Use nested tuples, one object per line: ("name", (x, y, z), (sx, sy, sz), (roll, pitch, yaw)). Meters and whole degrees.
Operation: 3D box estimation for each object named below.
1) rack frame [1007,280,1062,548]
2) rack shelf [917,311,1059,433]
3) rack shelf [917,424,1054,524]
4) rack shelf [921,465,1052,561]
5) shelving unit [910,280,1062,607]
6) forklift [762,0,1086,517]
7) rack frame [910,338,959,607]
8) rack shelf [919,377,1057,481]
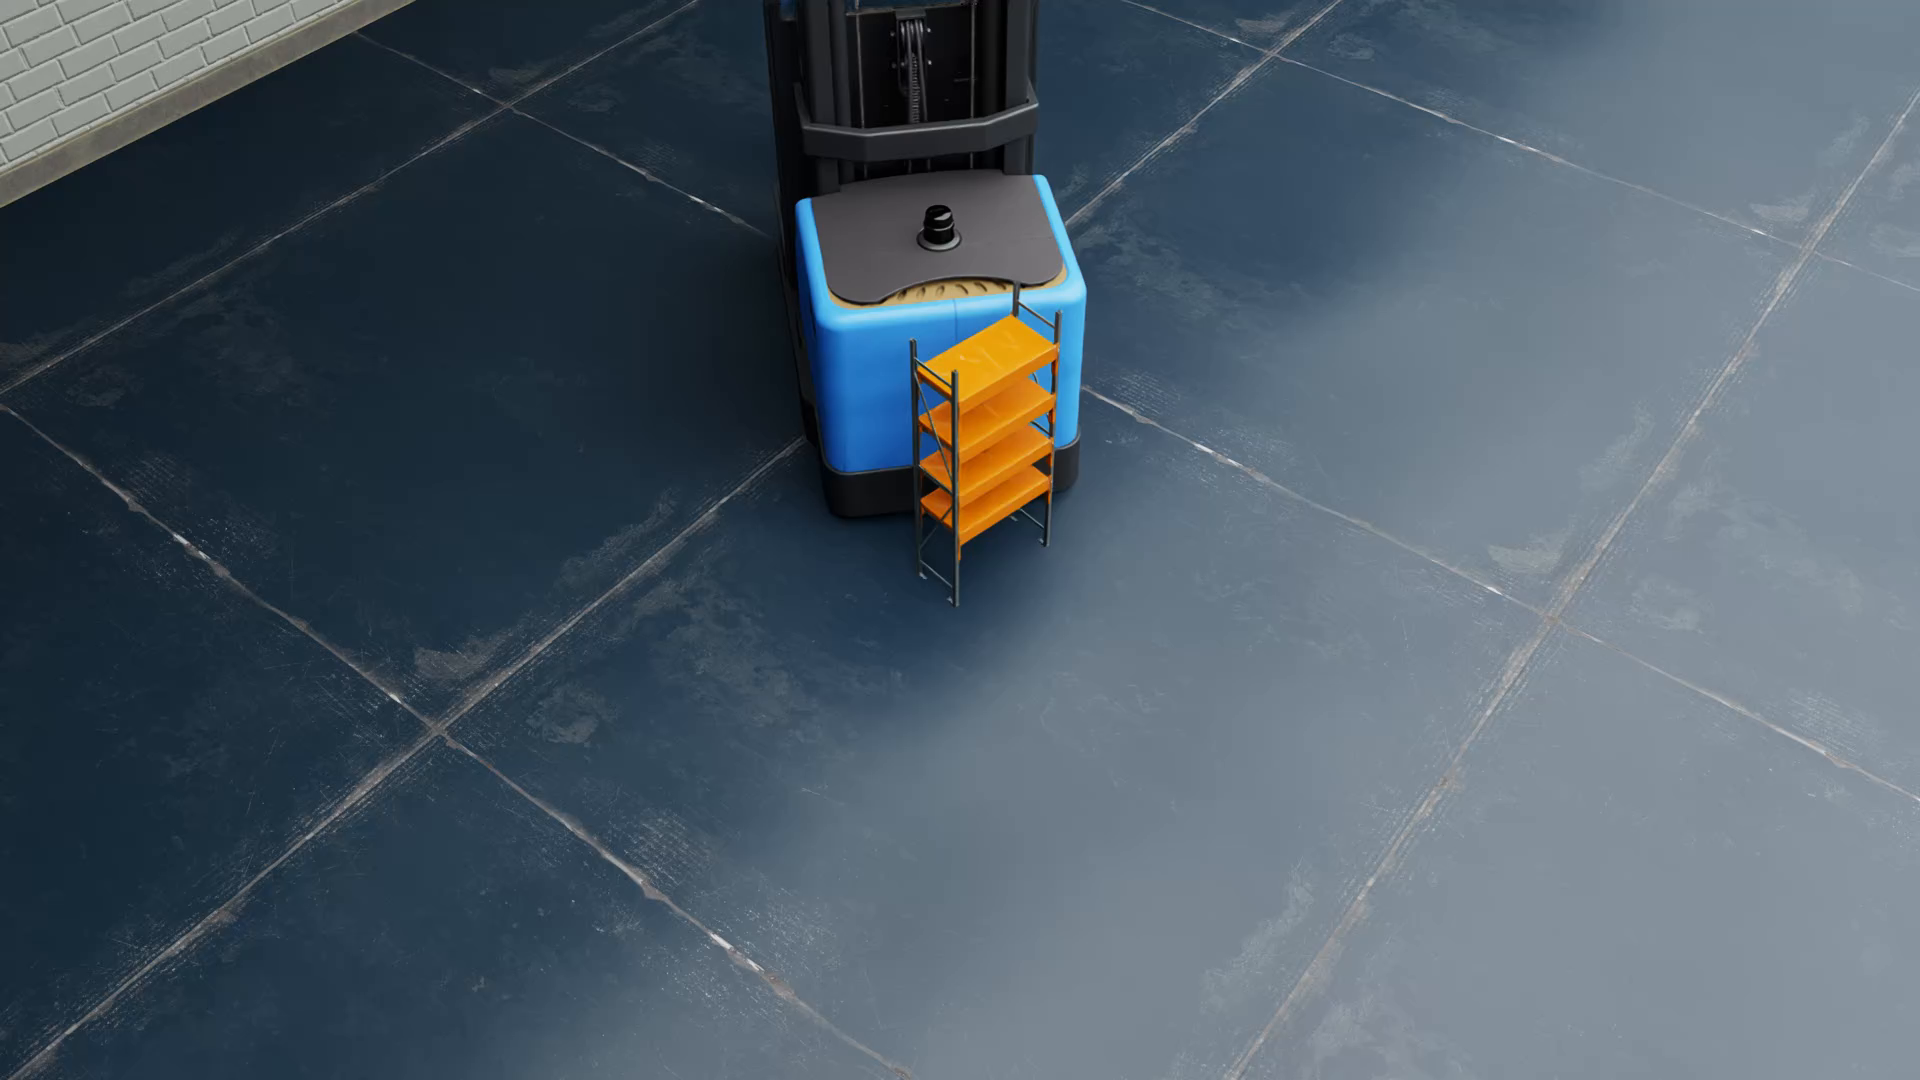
("rack frame", (0.276, -0.452, 6.352), (0.015, 1.200, 0.240), (-33, 54, -27))
("rack shelf", (0.093, -0.606, 5.956), (0.480, 0.148, 0.258), (-33, 54, -27))
("rack shelf", (0.093, -0.289, 6.289), (0.480, 0.148, 0.258), (-33, 54, -27))
("rack shelf", (0.093, -0.151, 6.433), (0.480, 0.148, 0.258), (-33, 54, -27))
("shelving unit", (0.093, -0.335, 6.240), (0.503, 1.200, 0.258), (-33, 54, -27))
("forklift", (-0.273, -2.187, 6.812), (1.130, 2.935, 3.031), (-7, 47, -7))
("rack frame", (-0.090, -0.218, 6.129), (0.015, 1.200, 0.240), (-33, 54, -27))
("rack shelf", (0.093, -0.443, 6.127), (0.480, 0.148, 0.258), (-33, 54, -27))
